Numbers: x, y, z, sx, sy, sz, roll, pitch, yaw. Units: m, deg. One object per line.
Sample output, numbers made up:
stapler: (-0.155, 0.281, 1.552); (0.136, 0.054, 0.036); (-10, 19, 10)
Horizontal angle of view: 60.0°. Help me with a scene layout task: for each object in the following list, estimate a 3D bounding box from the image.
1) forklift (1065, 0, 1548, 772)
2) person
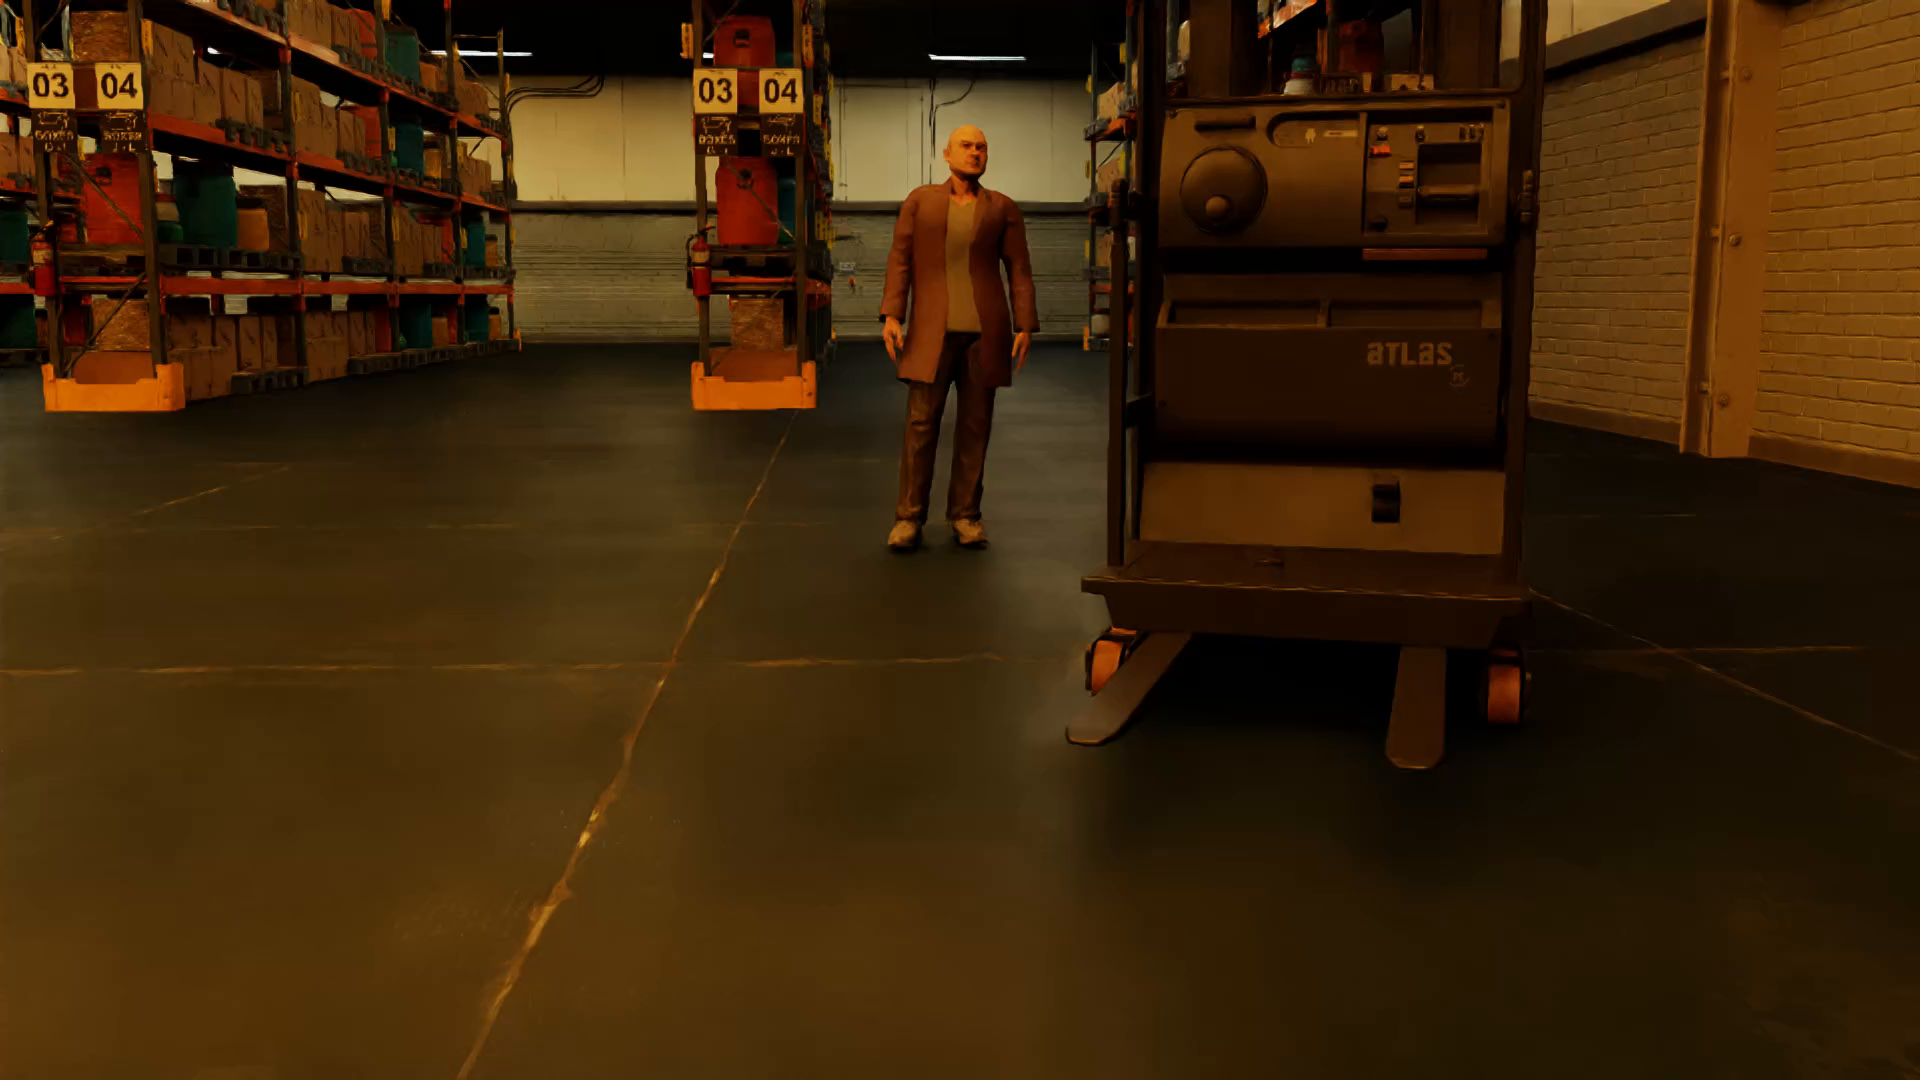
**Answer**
forklift: (0.959, -1.043, 4.353); (1.130, 2.935, 3.031); (2, 9, 16)
person: (0.001, -0.873, 7.088); (0.694, 1.776, 0.580); (-1, 8, -4)
